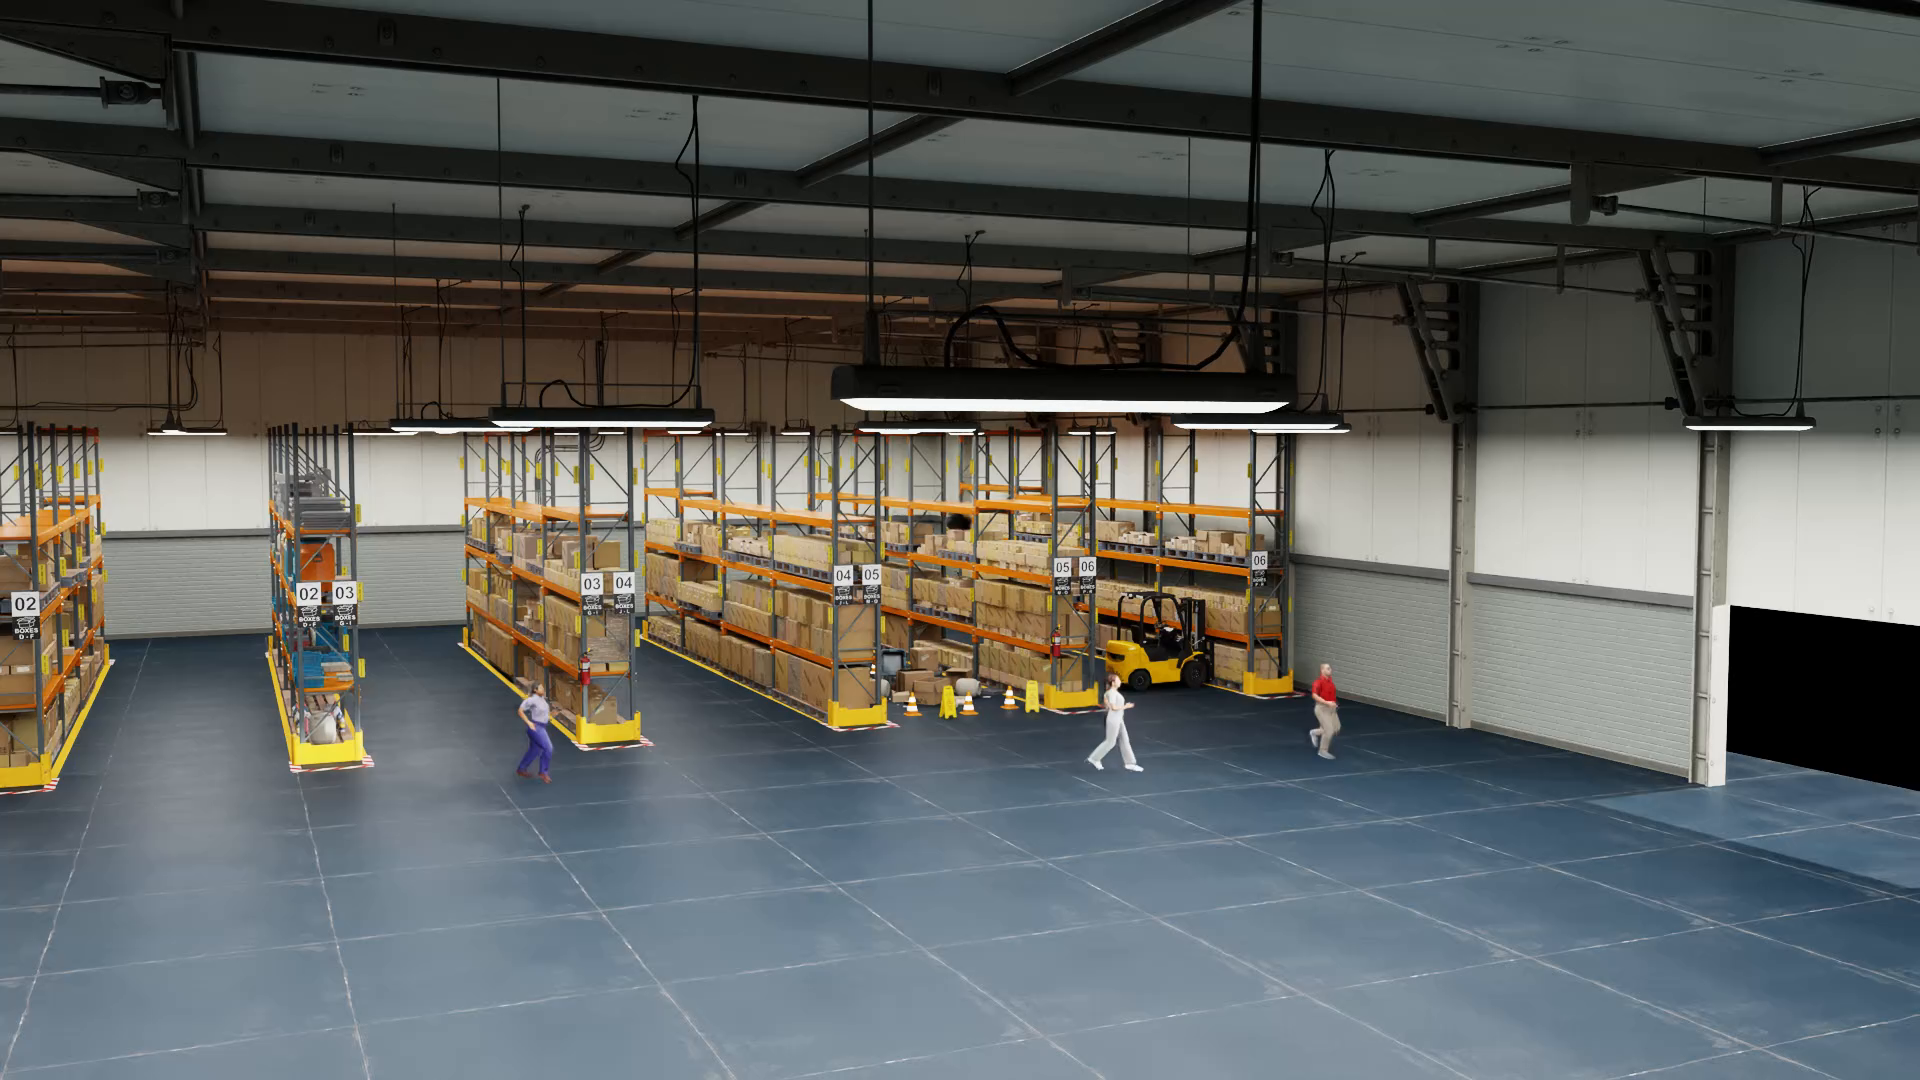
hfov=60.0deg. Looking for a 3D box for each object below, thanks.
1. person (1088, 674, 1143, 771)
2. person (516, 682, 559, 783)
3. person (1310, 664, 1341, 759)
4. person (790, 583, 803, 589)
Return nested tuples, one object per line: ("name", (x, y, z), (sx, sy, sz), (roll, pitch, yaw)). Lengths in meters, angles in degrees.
("person", (2.672, 3.112, 28.381), (0.904, 1.662, 0.564), (1, 4, 14))
("person", (-7.066, 3.261, 27.763), (0.752, 1.622, 0.584), (0, 3, 0))
("person", (6.560, 3.064, 29.902), (0.601, 1.693, 0.697), (3, 4, 38))
("person", (-4.951, 1.737, 51.088), (0.668, 1.780, 0.705), (-1, 4, -8))
